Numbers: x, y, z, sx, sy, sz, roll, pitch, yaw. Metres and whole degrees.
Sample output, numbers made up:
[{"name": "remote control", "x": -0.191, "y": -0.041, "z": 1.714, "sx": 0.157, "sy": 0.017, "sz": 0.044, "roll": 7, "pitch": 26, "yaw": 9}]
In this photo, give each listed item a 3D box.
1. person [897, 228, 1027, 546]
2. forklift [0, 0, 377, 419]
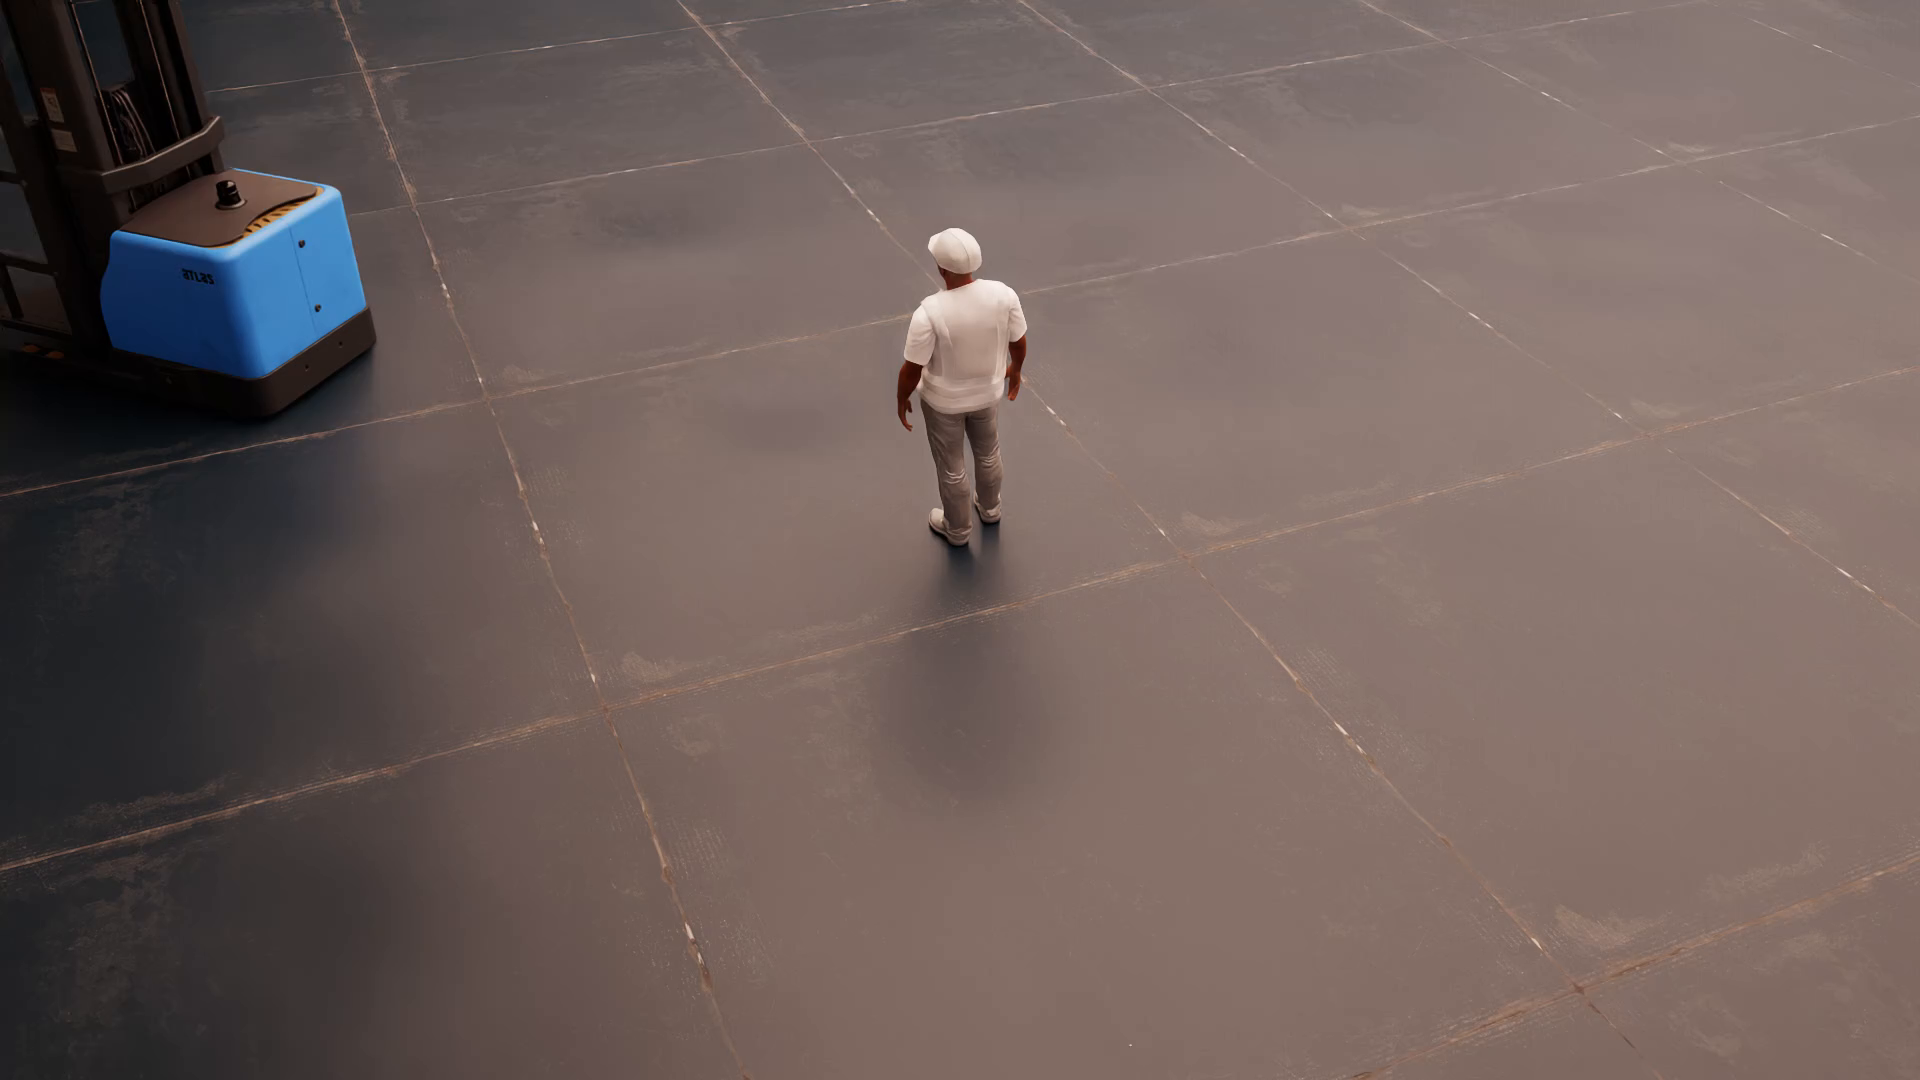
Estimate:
[{"name": "person", "x": -0.023, "y": -0.764, "z": 8.166, "sx": 0.666, "sy": 1.768, "sz": 0.575, "roll": -14, "pitch": 38, "yaw": -19}, {"name": "forklift", "x": -5.155, "y": -2.431, "z": 9.517, "sx": 3.031, "sy": 2.935, "sz": 1.130, "roll": 13, "pitch": 37, "yaw": 18}]
